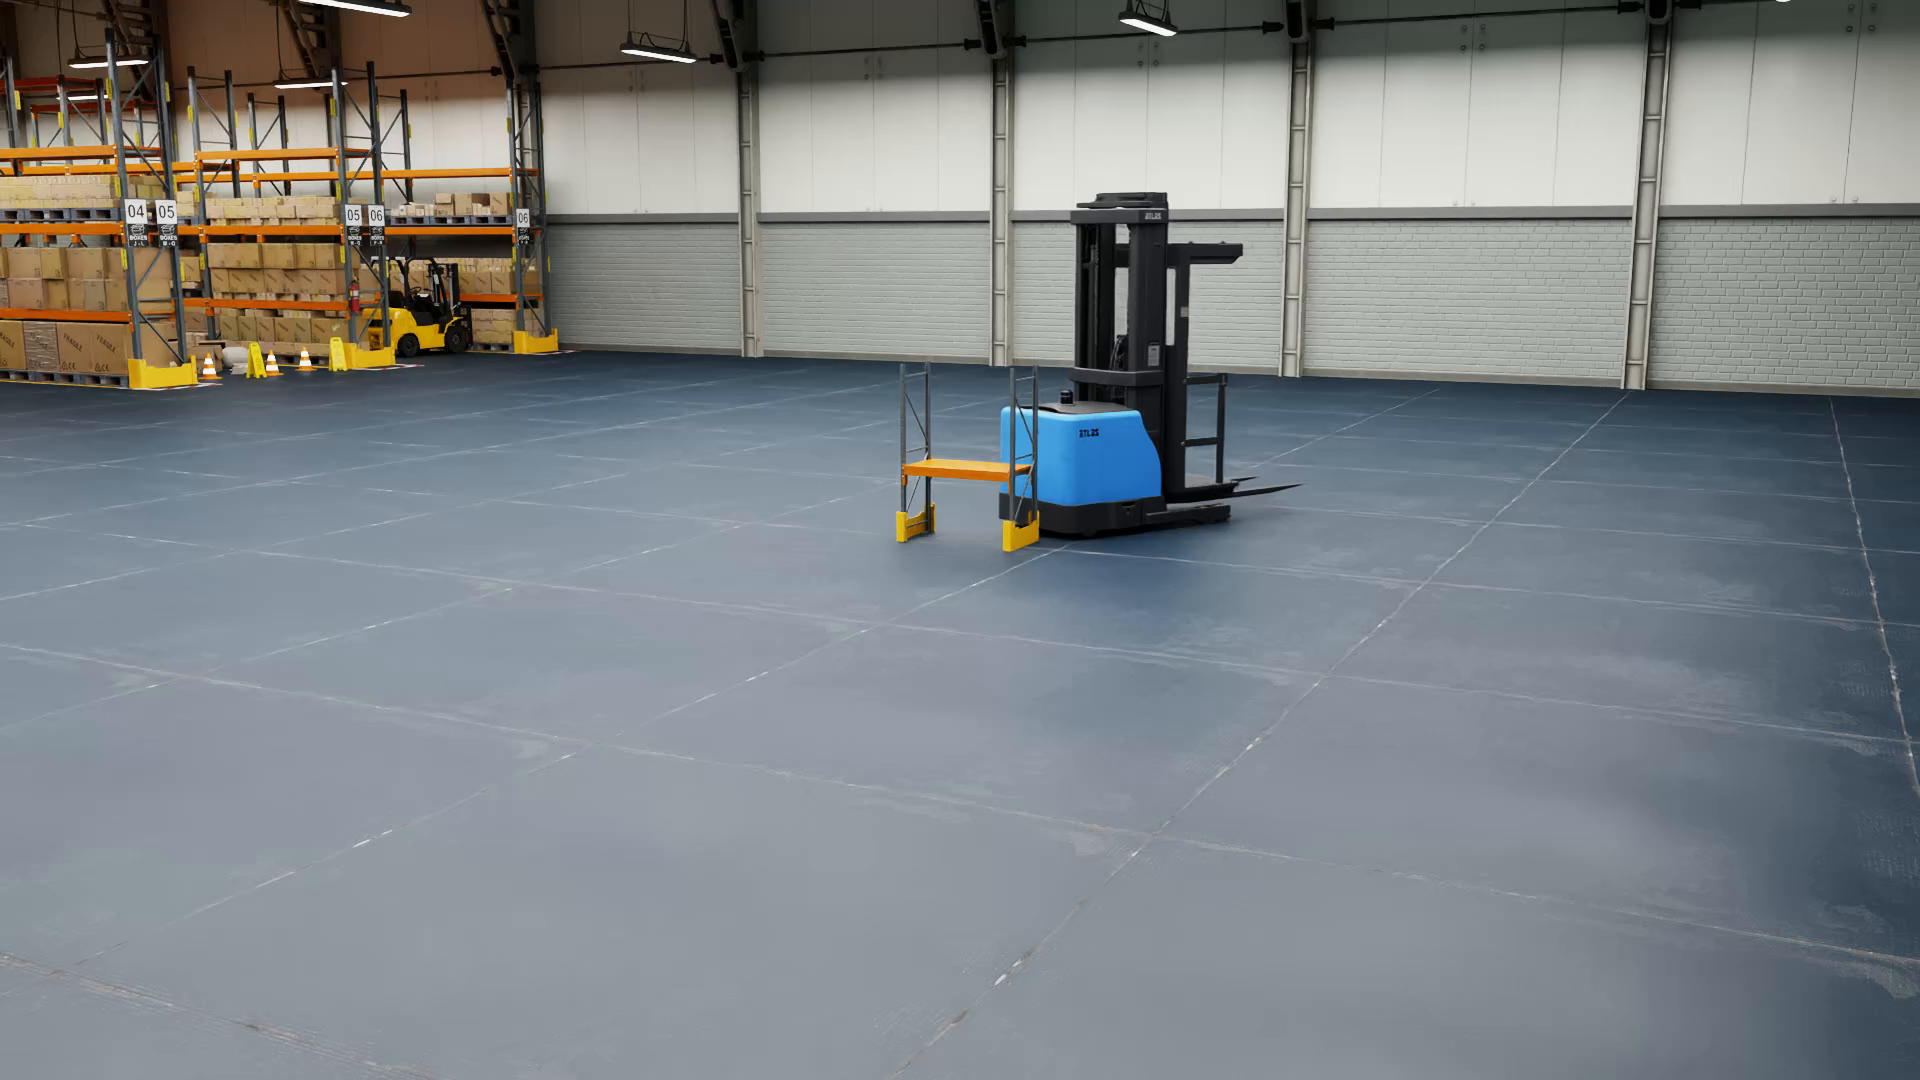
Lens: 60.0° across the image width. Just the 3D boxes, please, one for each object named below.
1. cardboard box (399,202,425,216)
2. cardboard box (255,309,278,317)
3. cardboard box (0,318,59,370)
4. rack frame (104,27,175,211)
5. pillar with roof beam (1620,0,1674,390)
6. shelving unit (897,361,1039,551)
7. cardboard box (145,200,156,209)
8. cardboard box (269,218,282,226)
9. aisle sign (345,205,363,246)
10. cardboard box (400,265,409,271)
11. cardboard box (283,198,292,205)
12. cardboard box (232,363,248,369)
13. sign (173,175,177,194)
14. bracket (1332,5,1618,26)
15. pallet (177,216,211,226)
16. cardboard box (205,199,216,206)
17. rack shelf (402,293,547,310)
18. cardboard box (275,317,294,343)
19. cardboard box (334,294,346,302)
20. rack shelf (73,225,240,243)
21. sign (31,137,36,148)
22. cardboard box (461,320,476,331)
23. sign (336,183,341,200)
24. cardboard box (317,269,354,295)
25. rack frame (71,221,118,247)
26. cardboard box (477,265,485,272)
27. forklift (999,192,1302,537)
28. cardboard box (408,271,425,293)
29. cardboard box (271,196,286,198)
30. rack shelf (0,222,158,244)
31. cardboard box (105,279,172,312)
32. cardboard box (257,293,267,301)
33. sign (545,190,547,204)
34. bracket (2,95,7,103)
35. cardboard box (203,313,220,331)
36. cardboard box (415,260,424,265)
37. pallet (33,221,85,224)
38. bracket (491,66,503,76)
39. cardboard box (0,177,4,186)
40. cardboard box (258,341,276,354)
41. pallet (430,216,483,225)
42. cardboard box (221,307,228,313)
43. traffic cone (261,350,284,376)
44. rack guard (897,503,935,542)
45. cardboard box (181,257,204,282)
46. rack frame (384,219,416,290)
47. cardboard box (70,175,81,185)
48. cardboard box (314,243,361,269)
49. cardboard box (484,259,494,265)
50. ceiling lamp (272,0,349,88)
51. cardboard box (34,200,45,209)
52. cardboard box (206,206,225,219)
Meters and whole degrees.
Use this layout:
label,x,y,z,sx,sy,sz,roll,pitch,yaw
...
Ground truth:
label,x,y,z,sx,sy,sz,roll,pitch,yaw
cardboard box,-12.645,-7.676,38.587,0.500,0.311,0.500,5,12,27
cardboard box,-14.277,-4.671,34.231,0.250,0.149,0.380,6,12,29
cardboard box,-17.043,-3.601,30.492,0.875,0.875,0.875,5,11,27
rack frame,-13.989,-7.138,28.400,0.127,3.000,1.000,5,11,26
pillar with roof beam,9.696,-6.349,24.043,0.548,9.000,9.100,5,11,26
shelving unit,0.068,-0.732,14.063,1.083,1.500,0.587,5,11,26
cardboard box,-14.155,-5.872,29.075,0.250,0.149,0.380,5,11,26
cardboard box,-13.730,-6.434,33.639,0.250,0.149,0.380,5,11,25
aisle sign,-11.962,-6.212,32.832,0.004,0.787,0.394,5,11,26
cardboard box,-12.881,-6.373,38.920,0.250,0.149,0.380,5,12,27
cardboard box,-13.419,-6.825,33.564,0.250,0.149,0.380,5,11,24
cardboard box,-13.958,-3.362,32.388,0.380,0.149,0.250,-7,12,-33
sign,-13.738,-6.219,29.069,0.005,0.325,0.100,5,11,26
bracket,8.761,-8.987,28.511,4.783,0.066,0.076,5,11,26
pallet,-15.983,-6.748,35.200,1.003,0.211,1.213,5,11,26
cardboard box,-15.339,-6.967,34.347,0.250,0.149,0.380,5,11,25
rack shelf,-11.490,-5.581,38.663,4.000,0.370,1.077,5,11,26
cardboard box,-13.642,-4.310,34.055,0.500,0.500,0.500,5,11,24
cardboard box,-12.319,-4.856,33.342,0.250,0.149,0.380,5,12,28
rack shelf,-17.270,-6.579,35.755,4.000,0.370,1.077,5,11,26
sign,-24.285,-10.402,43.591,0.005,0.325,0.100,5,11,26
cardboard box,-11.189,-4.944,38.261,0.500,0.250,0.500,5,11,25
sign,-12.153,-6.809,32.519,0.005,0.325,0.100,5,11,26
cardboard box,-12.498,-5.178,33.304,0.500,0.500,0.500,5,11,25
rack frame,-19.064,-5.614,36.829,0.127,3.000,1.000,5,11,26
cardboard box,-10.797,-6.195,37.935,0.250,0.149,0.380,5,11,25
forklift,1.847,-1.649,15.112,3.031,2.935,1.130,-7,13,-35
cardboard box,-12.527,-6.026,38.825,0.500,0.500,0.500,5,12,27
cardboard box,-16.329,-8.093,40.358,0.500,0.500,0.500,5,11,26
rack shelf,-15.783,-5.465,29.602,4.000,0.370,1.077,5,11,26
cardboard box,-14.342,-4.281,29.042,0.550,0.550,0.875,5,11,26
cardboard box,-14.193,-4.997,34.124,0.250,0.149,0.380,5,11,26
sign,-9.446,-7.810,37.863,0.005,0.325,0.100,5,11,26
bracket,-25.849,-12.028,45.315,0.430,0.232,0.235,5,11,26
cardboard box,-18.734,-5.503,42.053,0.500,0.500,0.500,5,11,24
cardboard box,-12.436,-6.473,38.636,0.250,0.149,0.380,5,12,27
pallet,-19.665,-7.040,36.812,1.003,0.211,1.213,6,12,28
bracket,-10.451,-10.675,37.839,0.430,0.232,0.235,5,11,26
cardboard box,-16.944,-6.378,29.634,0.250,0.149,0.380,5,11,25
cardboard box,-14.106,-3.982,34.349,0.500,0.250,0.500,5,11,25
pallet,-11.417,-7.365,38.329,1.213,0.211,1.003,5,11,26
cardboard box,-18.341,-5.794,41.838,0.250,0.149,0.380,5,11,25
traffic cone,-13.032,-3.359,31.493,0.334,0.463,0.336,5,11,26
rack guard,-0.378,-0.156,14.392,0.087,0.250,0.587,5,11,26
cardboard box,-15.992,-5.701,35.013,0.500,0.500,0.500,5,11,25
rack frame,-13.284,-6.092,39.469,0.127,3.000,1.000,5,11,26
cardboard box,-15.127,-6.219,28.752,0.250,0.149,0.380,5,12,27
cardboard box,-12.444,-5.677,33.251,0.500,0.500,0.700,5,11,24
cardboard box,-10.593,-6.317,37.775,0.250,0.149,0.380,5,12,27
ceiling lamp,-14.132,-11.555,36.416,2.000,3.185,0.800,5,11,26
cardboard box,-16.036,-5.906,29.264,0.250,0.149,0.380,5,11,27
cardboard box,-15.203,-6.769,34.374,0.500,0.250,0.500,5,11,25
